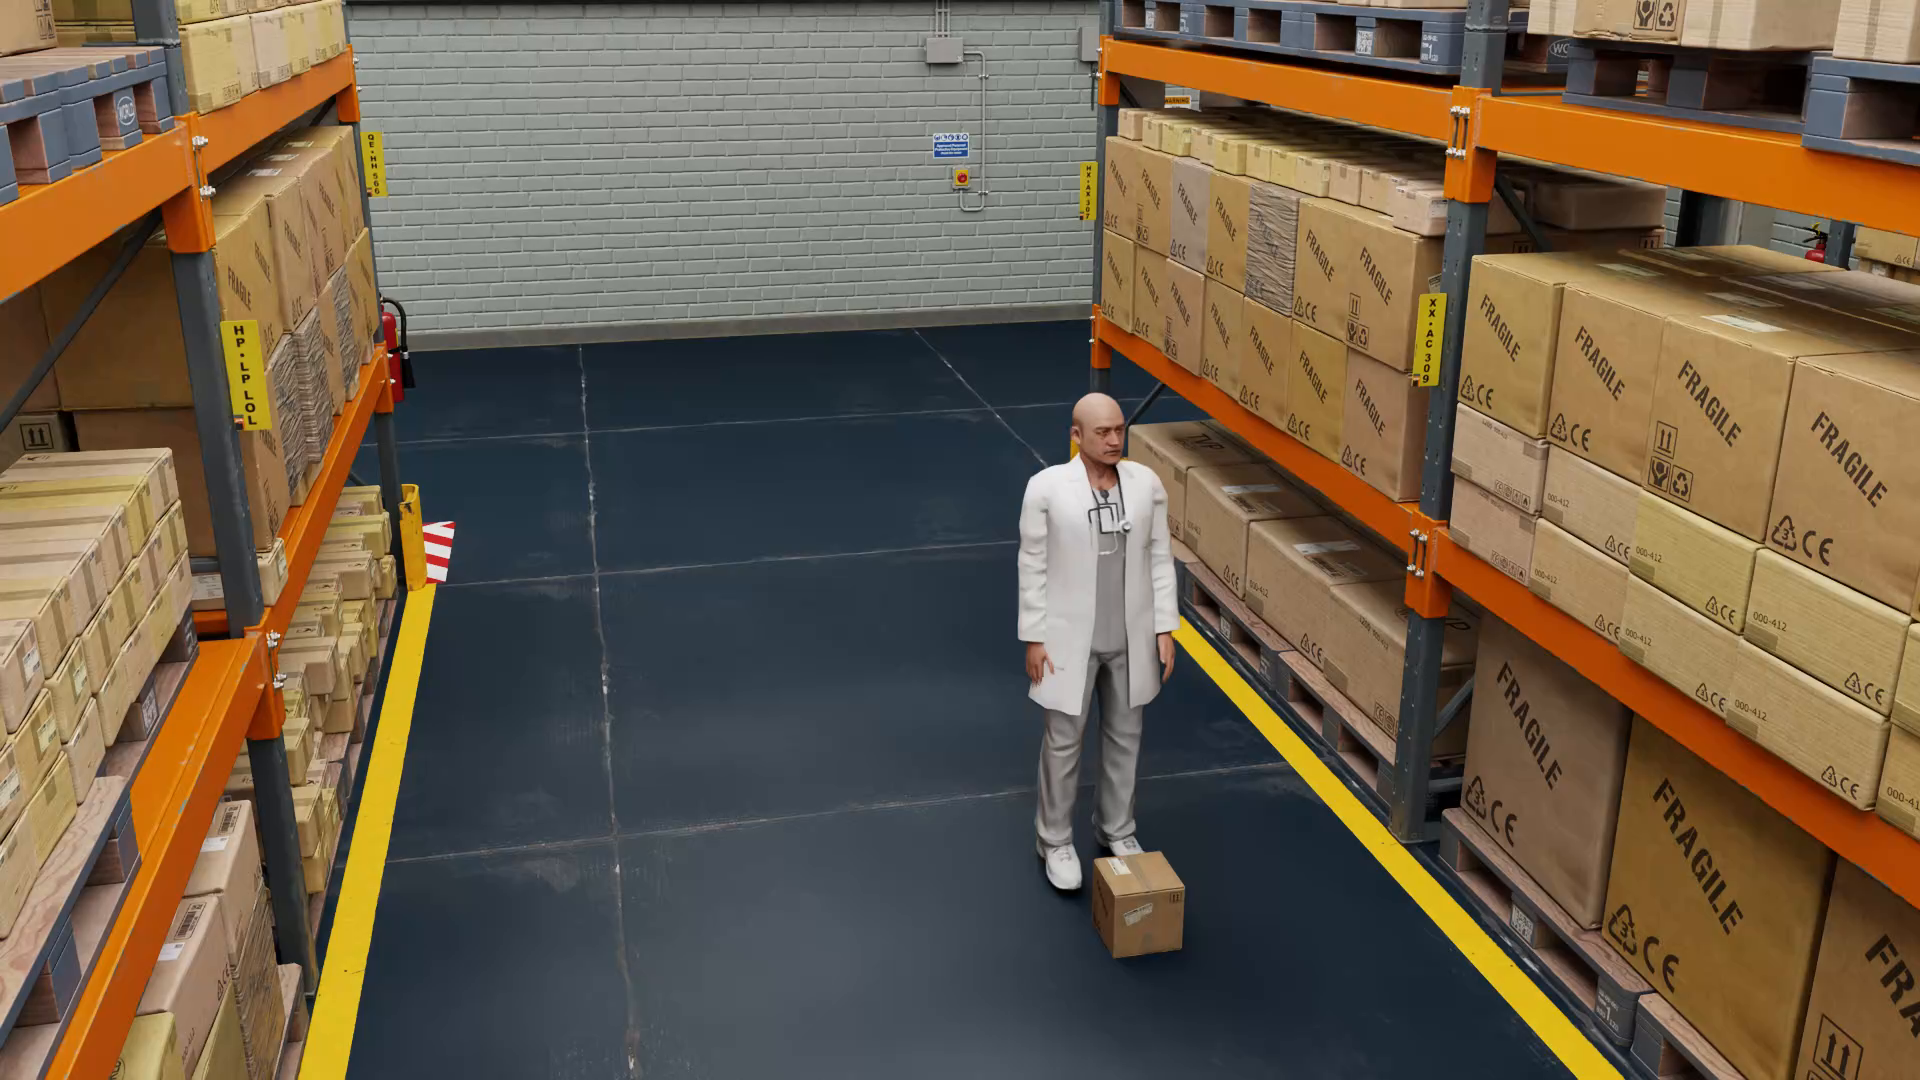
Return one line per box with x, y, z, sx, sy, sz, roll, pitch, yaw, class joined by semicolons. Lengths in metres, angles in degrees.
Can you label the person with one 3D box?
0.506;0.369;5.970;0.589;1.790;0.420;-4;20;-12;person
